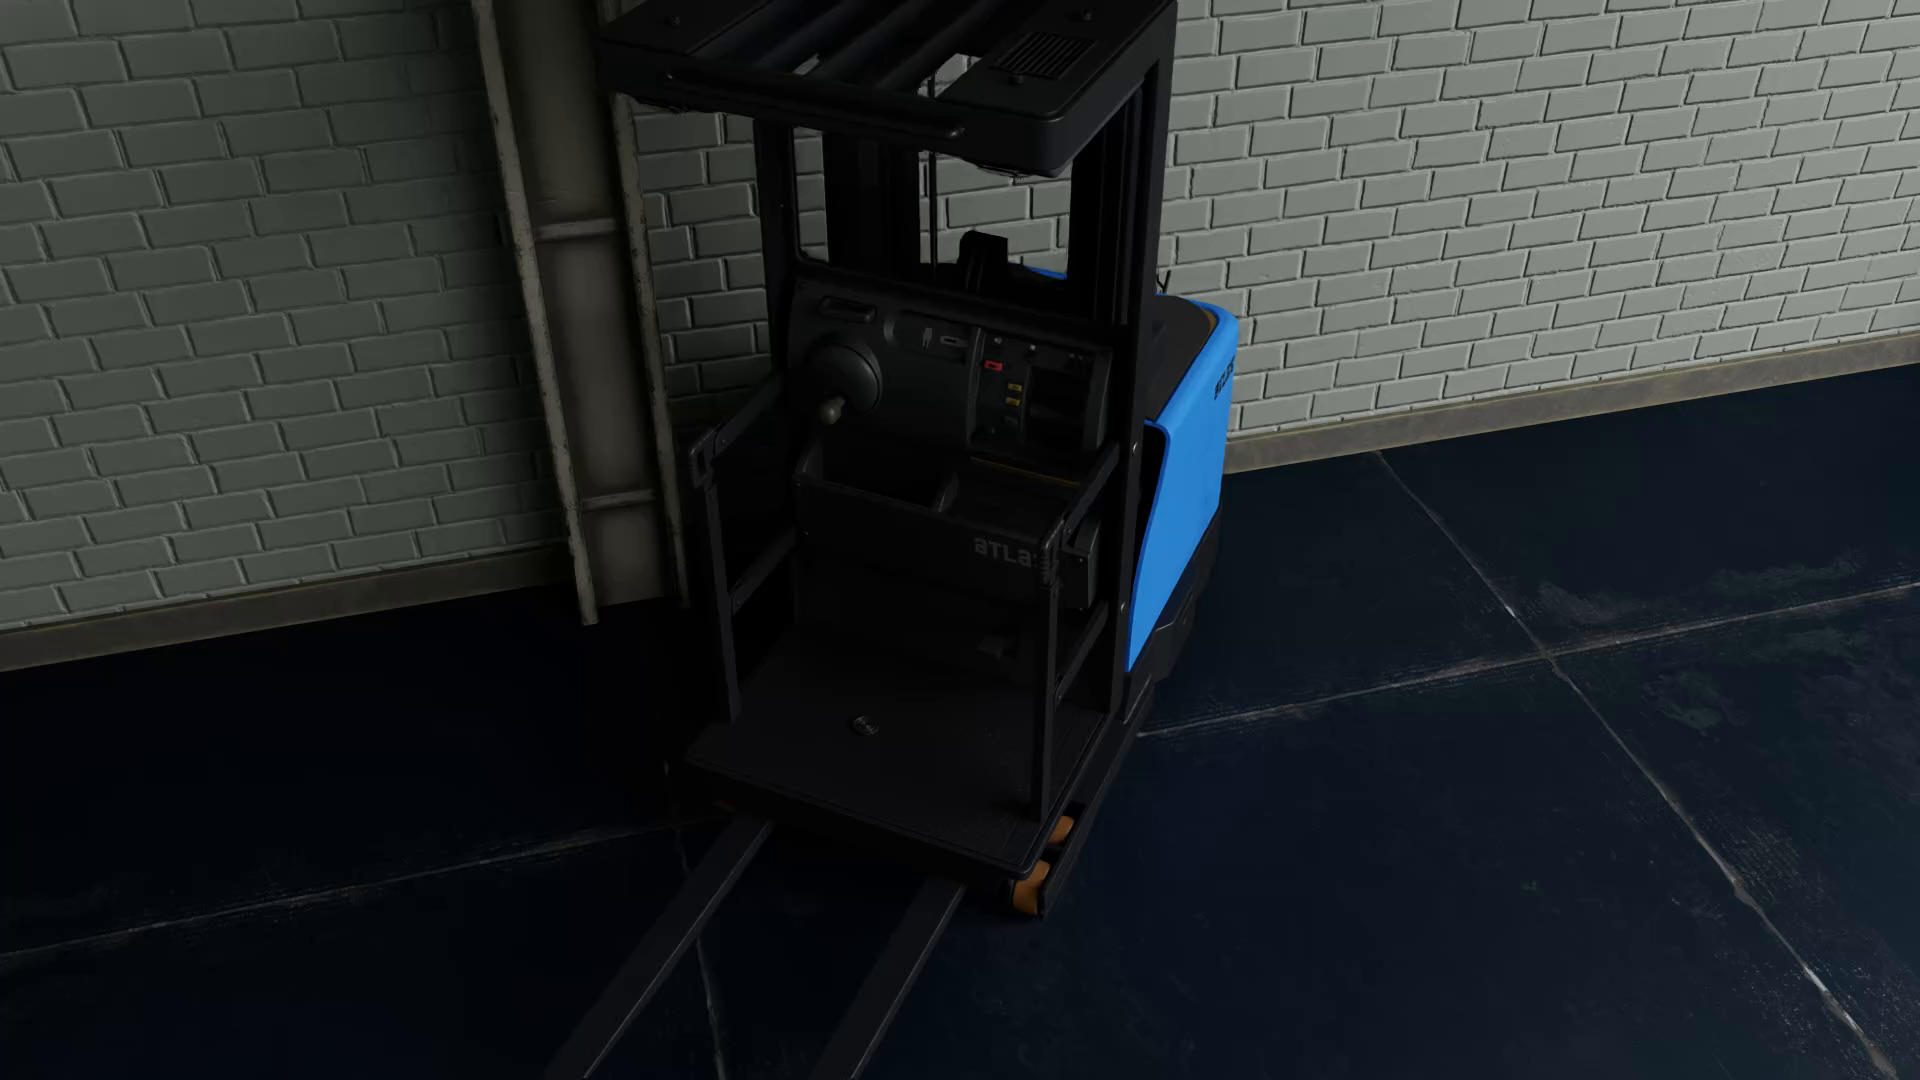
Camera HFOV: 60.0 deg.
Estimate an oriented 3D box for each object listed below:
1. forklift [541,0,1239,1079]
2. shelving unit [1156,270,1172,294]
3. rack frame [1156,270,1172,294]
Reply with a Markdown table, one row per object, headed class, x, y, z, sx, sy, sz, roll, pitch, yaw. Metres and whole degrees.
| class | x | y | z | sx | sy | sz | roll | pitch | yaw |
| --- | --- | --- | --- | --- | --- | --- | --- | --- | --- |
| forklift | -0.125 | -0.376 | 4.329 | 1.130 | 2.935 | 3.031 | 15 | 40 | 19 |
| shelving unit | 0.497 | -0.546 | 6.060 | 0.252 | 1.050 | 0.215 | -1 | 35 | -19 |
| rack frame | 0.613 | -0.548 | 6.099 | 0.008 | 1.050 | 0.200 | -1 | 35 | -19 |
